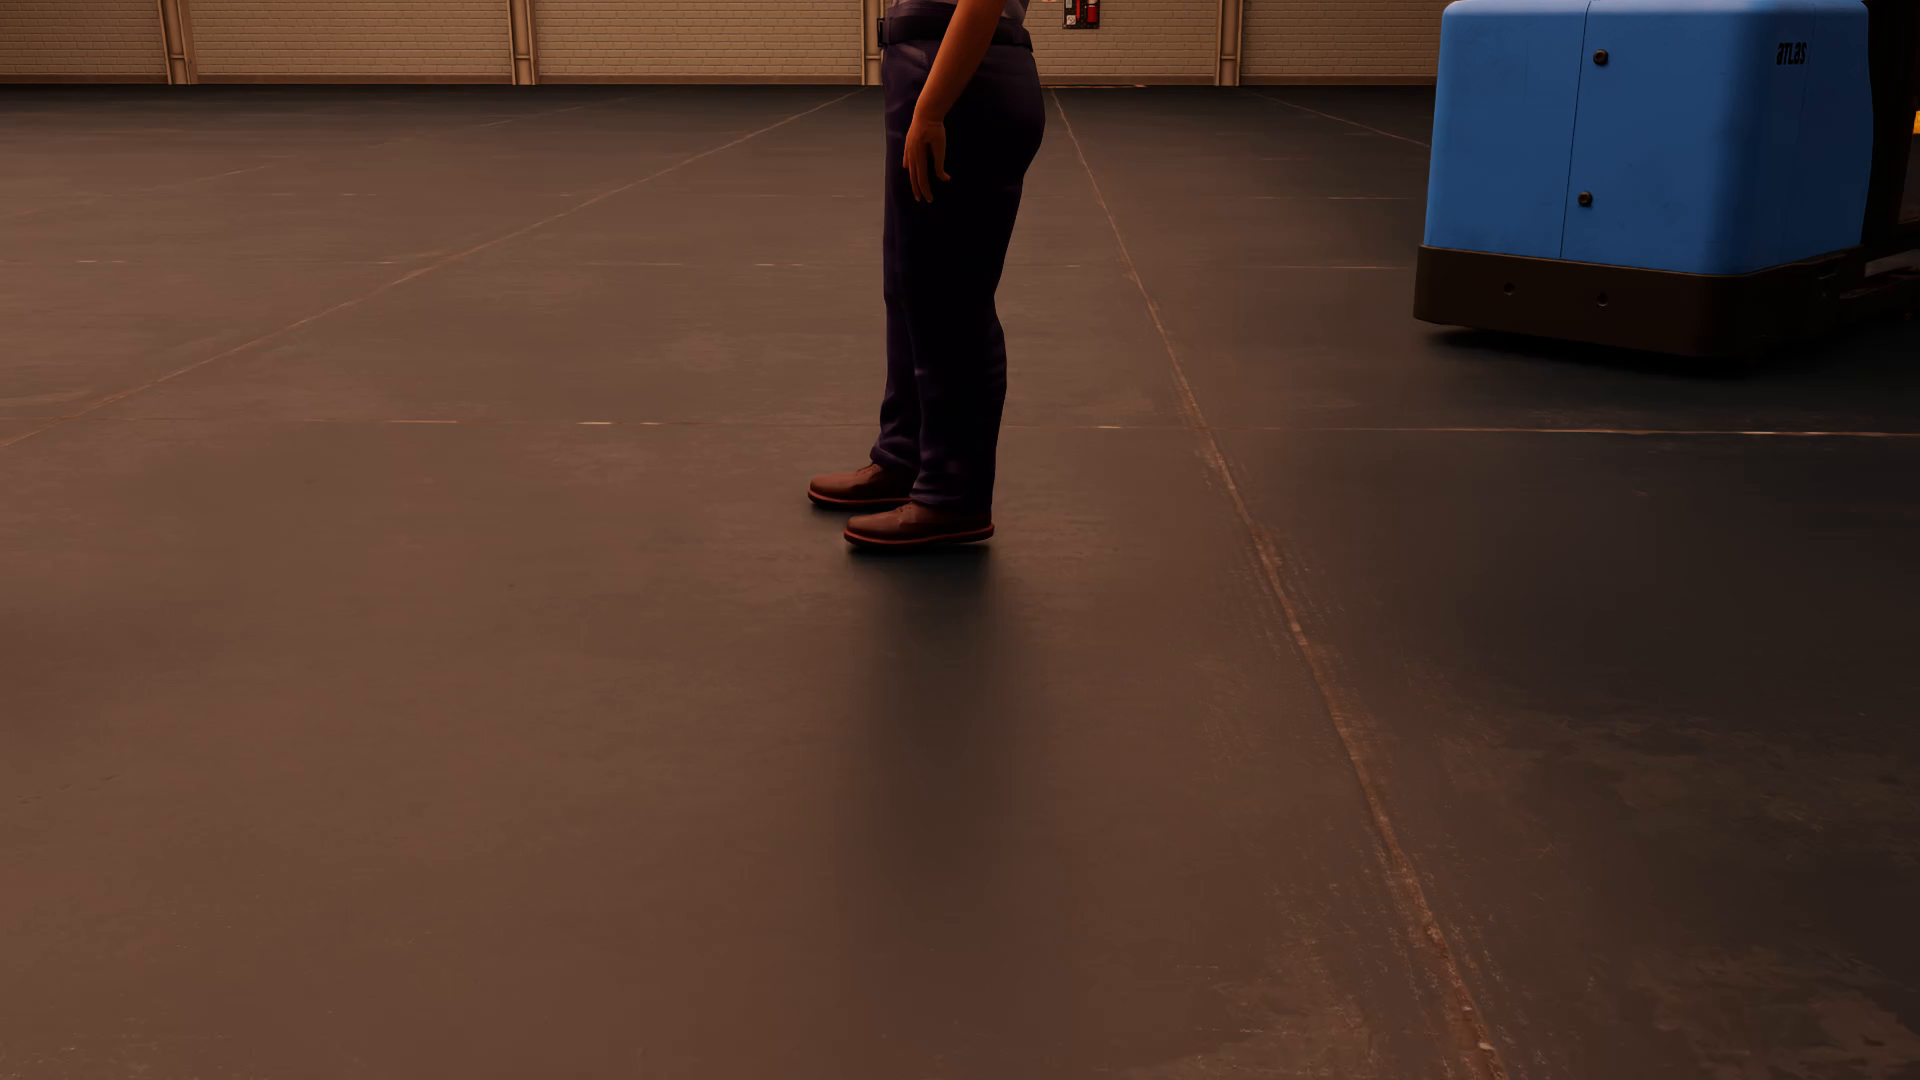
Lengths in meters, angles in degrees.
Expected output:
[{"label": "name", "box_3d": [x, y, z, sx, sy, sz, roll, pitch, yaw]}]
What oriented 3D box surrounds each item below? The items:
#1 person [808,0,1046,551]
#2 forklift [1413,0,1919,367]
[{"label": "person", "box_3d": [-0.089, -0.801, 3.150, 0.502, 1.651, 0.598, 1, 17, 2]}, {"label": "forklift", "box_3d": [2.900, -2.269, 5.734, 3.031, 2.935, 1.130, -16, 24, -42]}]
